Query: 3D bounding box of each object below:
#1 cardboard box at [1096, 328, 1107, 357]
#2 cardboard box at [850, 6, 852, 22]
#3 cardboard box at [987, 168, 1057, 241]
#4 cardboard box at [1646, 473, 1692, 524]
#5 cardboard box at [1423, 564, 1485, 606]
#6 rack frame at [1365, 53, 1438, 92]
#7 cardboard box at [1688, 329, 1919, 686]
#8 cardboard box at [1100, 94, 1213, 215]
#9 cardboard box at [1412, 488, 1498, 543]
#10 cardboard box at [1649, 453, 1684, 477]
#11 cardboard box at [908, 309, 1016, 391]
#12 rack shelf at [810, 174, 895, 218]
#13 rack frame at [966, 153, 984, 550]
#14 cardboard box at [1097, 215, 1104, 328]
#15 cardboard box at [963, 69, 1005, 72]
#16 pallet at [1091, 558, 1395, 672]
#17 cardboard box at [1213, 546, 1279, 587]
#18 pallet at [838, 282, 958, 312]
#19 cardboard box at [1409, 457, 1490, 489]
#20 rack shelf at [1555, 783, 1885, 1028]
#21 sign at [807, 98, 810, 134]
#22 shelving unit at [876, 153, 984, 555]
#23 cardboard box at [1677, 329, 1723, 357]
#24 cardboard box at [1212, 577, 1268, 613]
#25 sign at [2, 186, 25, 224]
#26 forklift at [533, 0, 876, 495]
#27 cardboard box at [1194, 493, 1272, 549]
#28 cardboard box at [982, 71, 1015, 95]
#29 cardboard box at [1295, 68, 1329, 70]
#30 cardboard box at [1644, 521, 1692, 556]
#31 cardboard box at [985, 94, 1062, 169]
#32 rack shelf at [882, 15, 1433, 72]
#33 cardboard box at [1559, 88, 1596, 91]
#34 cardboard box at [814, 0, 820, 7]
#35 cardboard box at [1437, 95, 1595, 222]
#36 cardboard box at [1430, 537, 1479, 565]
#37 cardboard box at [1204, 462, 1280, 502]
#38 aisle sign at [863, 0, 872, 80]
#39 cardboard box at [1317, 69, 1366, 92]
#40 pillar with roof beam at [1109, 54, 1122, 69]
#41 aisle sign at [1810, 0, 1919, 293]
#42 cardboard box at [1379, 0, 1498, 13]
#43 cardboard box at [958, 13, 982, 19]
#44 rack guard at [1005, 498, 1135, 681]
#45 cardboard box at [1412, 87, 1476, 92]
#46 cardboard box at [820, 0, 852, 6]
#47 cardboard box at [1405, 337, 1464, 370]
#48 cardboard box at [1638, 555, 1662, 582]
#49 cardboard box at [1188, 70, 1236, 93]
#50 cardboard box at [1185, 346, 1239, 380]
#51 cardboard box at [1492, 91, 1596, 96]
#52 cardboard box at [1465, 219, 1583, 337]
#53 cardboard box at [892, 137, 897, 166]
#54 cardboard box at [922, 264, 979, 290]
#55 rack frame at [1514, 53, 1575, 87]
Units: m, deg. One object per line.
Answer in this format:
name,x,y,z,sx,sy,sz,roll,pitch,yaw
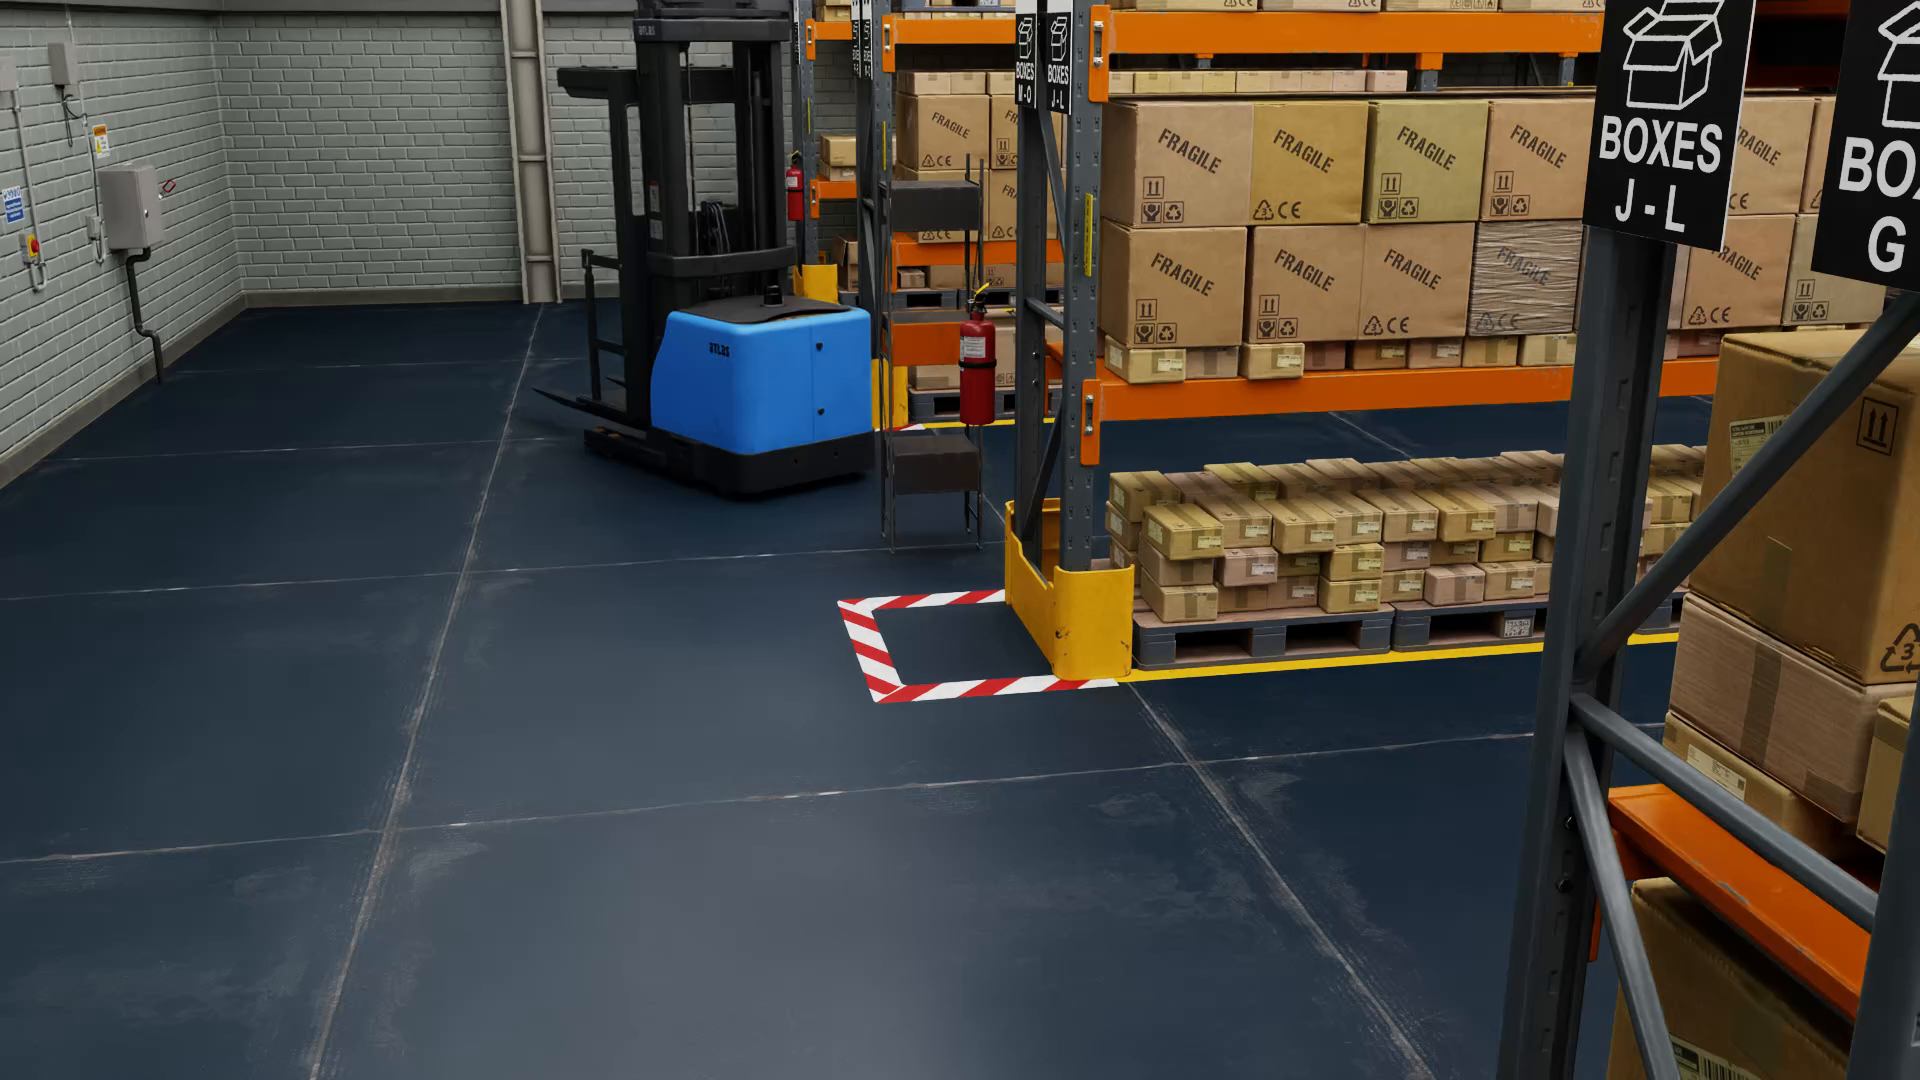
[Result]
cardboard box,0.685,-0.965,7.772,0.250,0.149,0.380,-3,17,-10
cardboard box,-0.956,-5.124,16.204,0.250,0.149,0.380,-3,17,-9
cardboard box,0.397,-2.435,11.959,0.500,0.500,0.500,-3,17,-11
cardboard box,3.290,-0.202,7.987,0.250,0.149,0.380,-3,17,-9
cardboard box,2.243,0.173,7.781,0.250,0.149,0.380,-4,18,-13
rack frame,3.307,-2.629,12.764,0.127,3.000,1.000,-3,17,-10
cardboard box,1.688,-0.082,2.940,0.500,0.500,0.500,-3,17,-10
cardboard box,0.820,-1.750,7.522,0.500,0.500,0.500,-4,17,-12
cardboard box,2.285,-0.118,7.714,0.250,0.149,0.380,-3,17,-10
cardboard box,3.447,-0.344,8.451,0.250,0.149,0.380,-3,17,-11
cardboard box,0.009,-1.448,12.566,0.875,0.438,0.875,-4,17,-12
rack shelf,0.398,-3.605,17.165,4.000,0.370,1.077,-3,17,-10
rack frame,0.077,-1.008,9.018,0.015,2.100,0.400,-3,17,-10
cardboard box,0.811,-1.274,7.675,0.500,0.500,0.500,-3,17,-9
cardboard box,0.176,-3.380,12.229,0.250,0.149,0.380,-3,17,-11
pallet,1.297,0.308,7.948,1.213,0.211,1.003,-3,17,-10
cardboard box,1.261,0.080,7.575,0.250,0.149,0.380,-3,17,-11
pallet,-0.708,-2.553,17.265,1.213,0.211,1.003,-3,17,-10
cardboard box,2.429,-0.291,8.278,0.250,0.149,0.380,-3,17,-10
rack shelf,3.224,0.683,3.205,4.000,0.370,1.077,-3,17,-10
sign,-1.462,-4.095,16.060,0.005,0.325,0.100,-3,17,-10
shelving unit,-0.163,-0.995,8.974,0.503,2.100,0.431,-3,17,-10
cardboard box,3.337,-0.967,7.778,0.250,0.149,0.380,-4,17,-12
cardboard box,1.235,0.202,7.686,0.250,0.149,0.380,-3,17,-11
sign,-6.203,-2.198,10.898,0.001,0.218,0.327,-3,17,-10
forklift,-1.886,-2.034,10.942,1.130,2.935,3.031,-14,22,-39
cardboard box,1.245,-0.089,7.619,0.250,0.149,0.380,-3,17,-9
cardboard box,0.302,-3.199,11.640,0.250,0.149,0.380,-3,17,-9
cardboard box,2.700,-3.504,12.632,0.250,0.149,0.380,-3,17,-10
cardboard box,3.309,-0.055,8.014,0.250,0.149,0.380,-3,17,-10
cardboard box,0.411,-2.908,11.797,0.500,0.500,0.500,-4,17,-12
rack shelf,1.344,-3.608,12.066,4.000,0.370,1.077,-3,17,-10
cardboard box,4.781,-3.160,12.619,0.500,0.500,0.500,-4,17,-12
cardboard box,-1.180,-5.445,16.570,0.500,0.250,0.500,-4,17,-11
cardboard box,2.418,-1.684,7.304,0.500,0.500,0.500,-4,17,-12
cardboard box,2.258,-0.011,7.872,0.250,0.149,0.380,-2,17,-8
cardboard box,1.378,-0.259,8.172,0.250,0.149,0.380,-4,17,-12
aisle sign,-0.636,-3.562,11.371,0.004,0.787,0.394,-3,17,-10
cardboard box,2.786,-3.373,12.206,0.250,0.149,0.380,-3,17,-9
pillar with roof beam,2.324,-5.908,13.220,0.400,9.000,9.100,-3,17,-10
aisle sign,1.246,-0.702,2.061,0.004,0.787,0.394,-3,17,-10
cardboard box,1.929,-2.359,7.031,0.500,0.250,0.500,-4,17,-12
cardboard box,0.050,-5.166,16.341,0.250,0.149,0.380,-3,17,-11
rack guard,0.493,0.205,7.791,0.348,0.500,1.175,-3,17,-10
cardboard box,3.698,-3.252,12.919,0.500,0.500,0.500,-3,17,-9
cardboard box,-1.078,-5.288,16.058,0.500,0.250,0.500,-3,17,-11
cardboard box,2.062,-0.882,7.502,0.250,0.149,0.380,-4,17,-12
cardboard box,3.225,0.077,8.091,0.250,0.149,0.380,-4,17,-12
cardboard box,1.798,-3.303,11.980,0.250,0.149,0.380,-4,17,-12
cardboard box,1.041,-0.815,7.284,0.250,0.149,0.380,-3,17,-8
cardboard box,2.850,-1.869,7.907,0.500,0.500,0.500,-3,17,-10
cardboard box,2.415,-1.212,7.471,0.500,0.500,0.500,-4,17,-12
cardboard box,-0.574,-3.884,16.596,0.500,0.250,0.500,-3,17,-10
cardboard box,-0.100,-2.886,17.142,0.500,0.500,0.700,-3,17,-8
rack frame,6.289,-4.283,18.147,0.127,3.000,1.000,-3,17,-10
